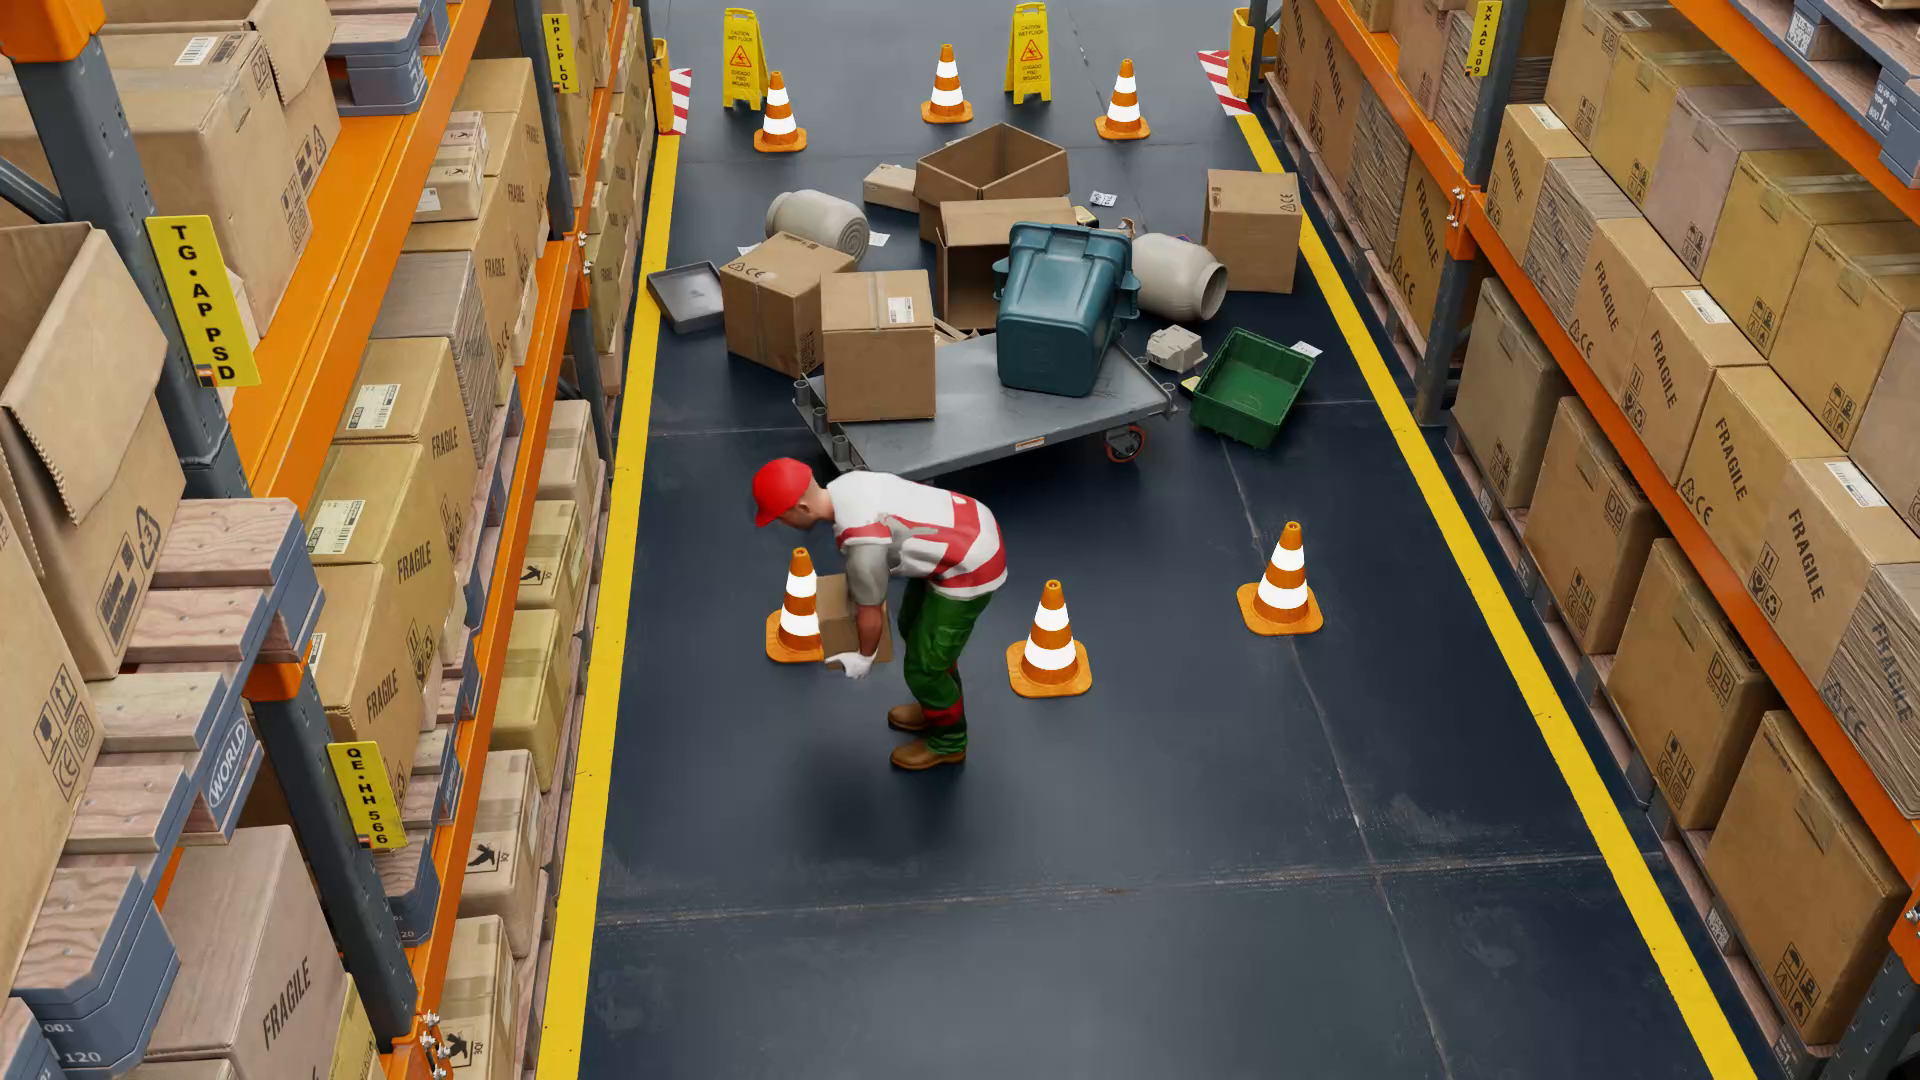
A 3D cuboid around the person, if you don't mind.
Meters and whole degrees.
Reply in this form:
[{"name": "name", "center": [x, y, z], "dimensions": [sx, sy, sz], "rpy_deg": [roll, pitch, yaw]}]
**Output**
[{"name": "person", "center": [-0.088, 0.080, 6.023], "dimensions": [0.563, 1.789, 0.600], "rpy_deg": [-3, 39, -4]}]
